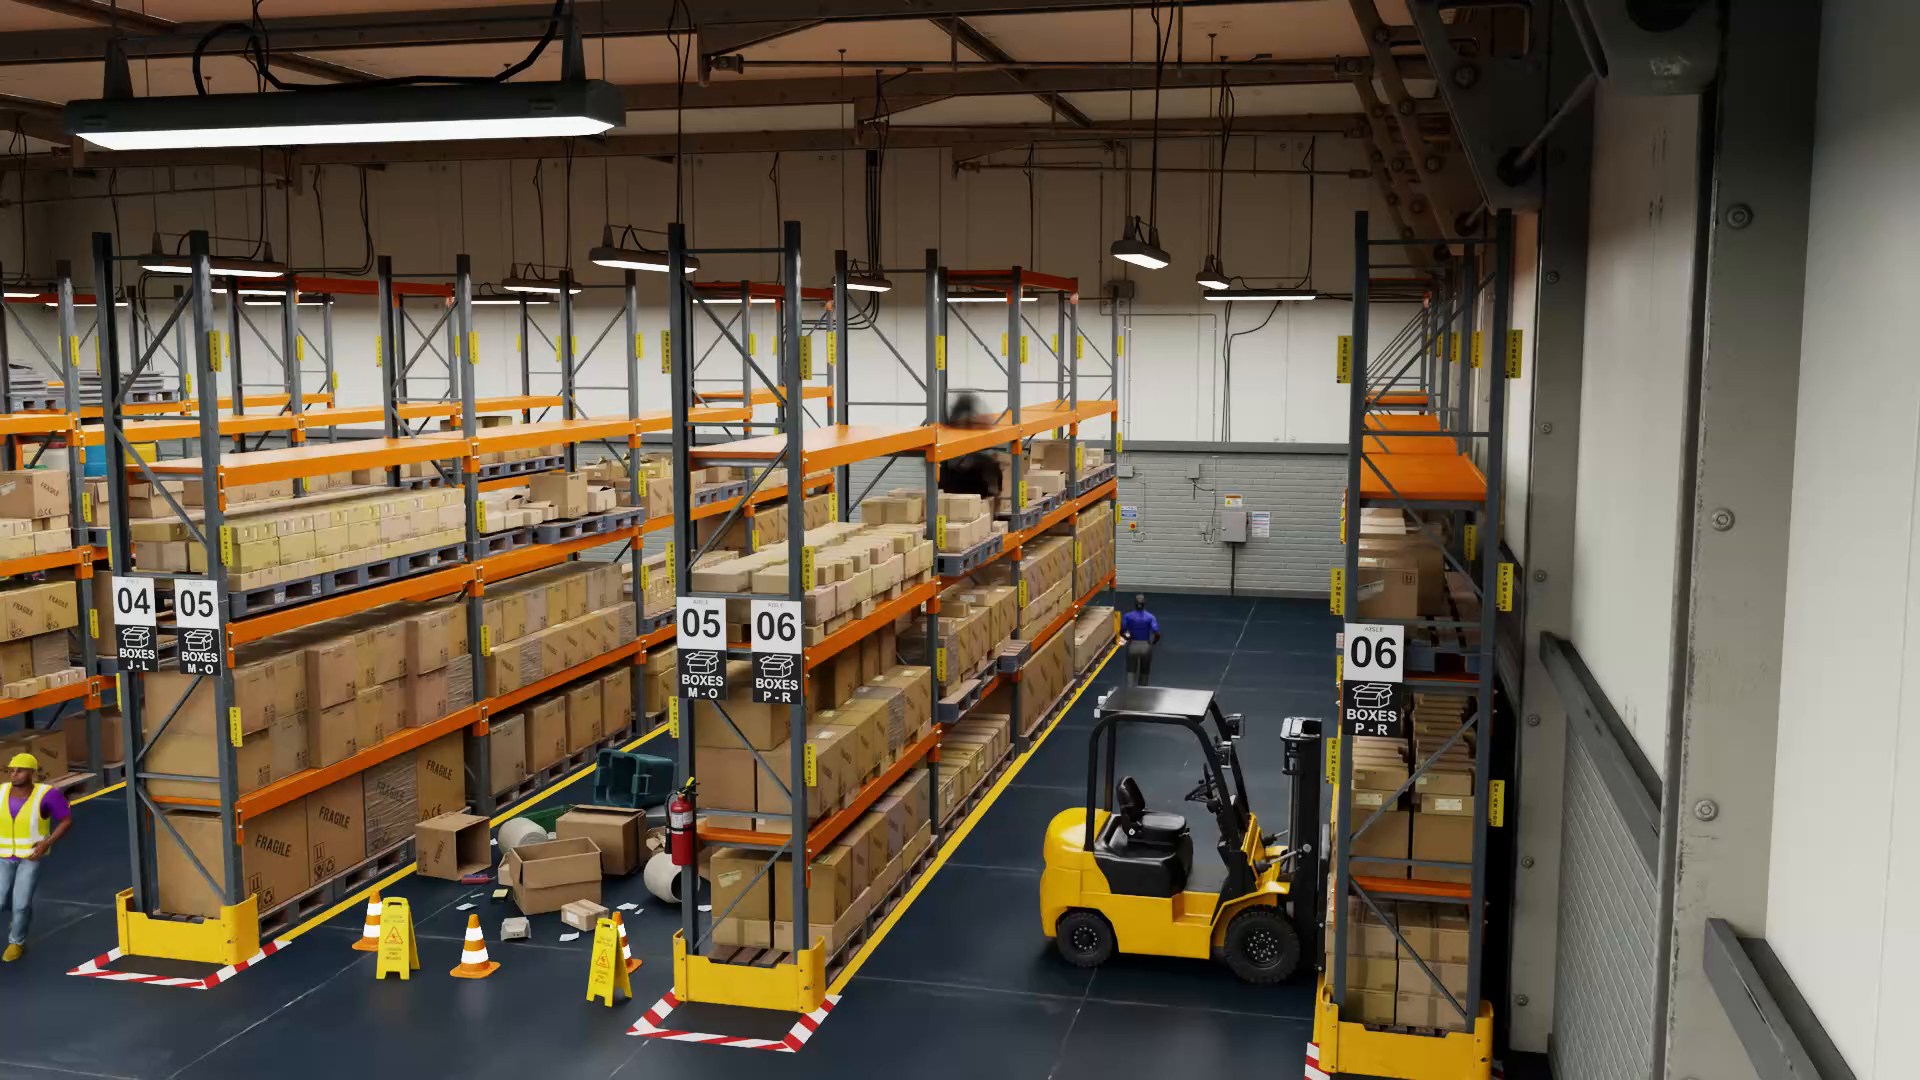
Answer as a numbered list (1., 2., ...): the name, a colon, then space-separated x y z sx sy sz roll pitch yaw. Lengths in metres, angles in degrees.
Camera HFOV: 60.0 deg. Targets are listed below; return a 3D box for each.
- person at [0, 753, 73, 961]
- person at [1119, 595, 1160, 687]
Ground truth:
1. person: -7.850 2.621 14.024 0.726 1.723 0.571 -1 7 -6
2. person: 2.500 1.557 23.149 0.575 1.593 0.590 1 7 10
